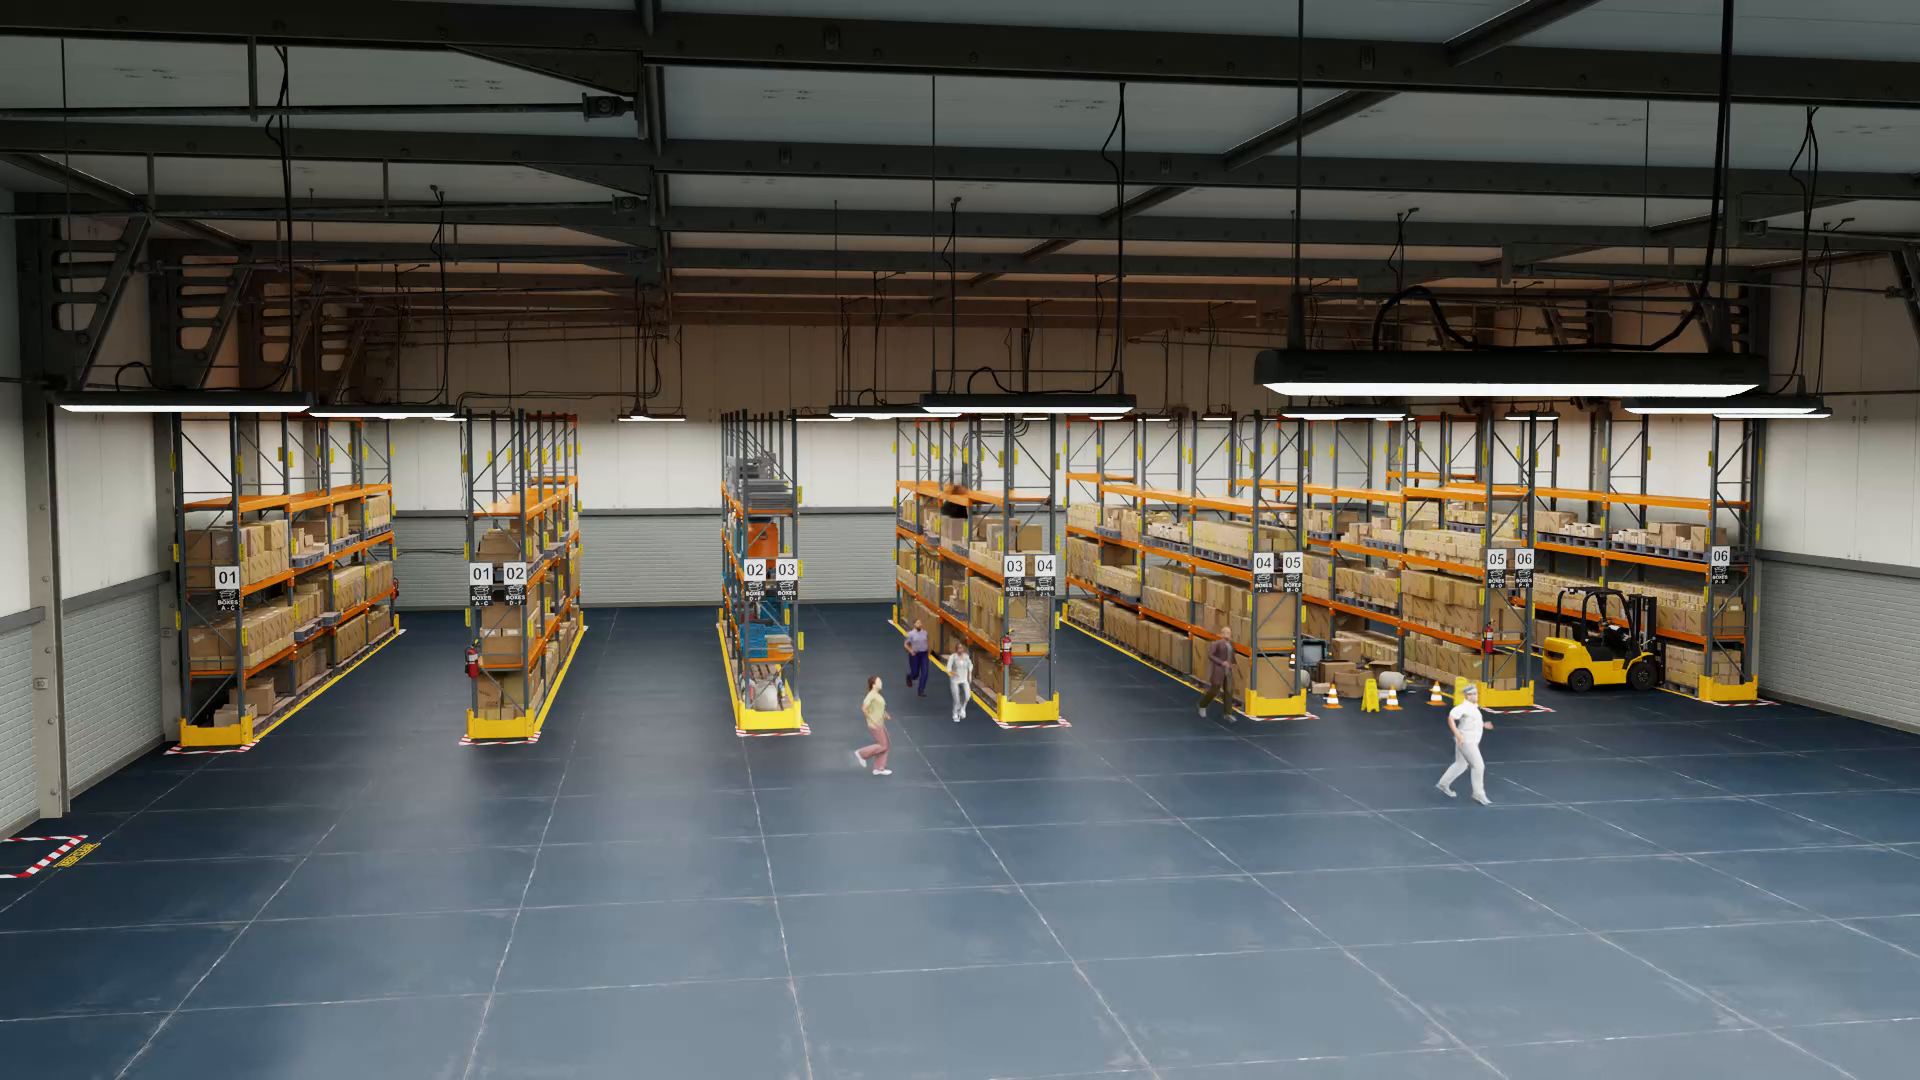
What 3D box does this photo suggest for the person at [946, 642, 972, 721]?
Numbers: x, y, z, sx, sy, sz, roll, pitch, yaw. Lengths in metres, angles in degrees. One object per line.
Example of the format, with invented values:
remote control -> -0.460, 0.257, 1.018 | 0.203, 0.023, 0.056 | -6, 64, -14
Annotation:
person -> 0.011, 2.724, 31.888 | 0.562, 1.552, 0.627 | -1, 4, -15

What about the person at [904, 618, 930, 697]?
person -> -0.865, 2.436, 34.626 | 0.607, 1.605, 0.734 | -2, 4, -23

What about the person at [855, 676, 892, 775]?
person -> -1.408, 3.017, 27.134 | 0.597, 1.624, 0.596 | 1, 4, 9

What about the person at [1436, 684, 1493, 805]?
person -> 7.683, 3.079, 25.239 | 0.832, 1.826, 0.650 | 2, 4, 21

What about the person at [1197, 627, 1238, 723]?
person -> 5.098, 2.577, 32.209 | 0.763, 1.783, 0.977 | -3, 5, -33
